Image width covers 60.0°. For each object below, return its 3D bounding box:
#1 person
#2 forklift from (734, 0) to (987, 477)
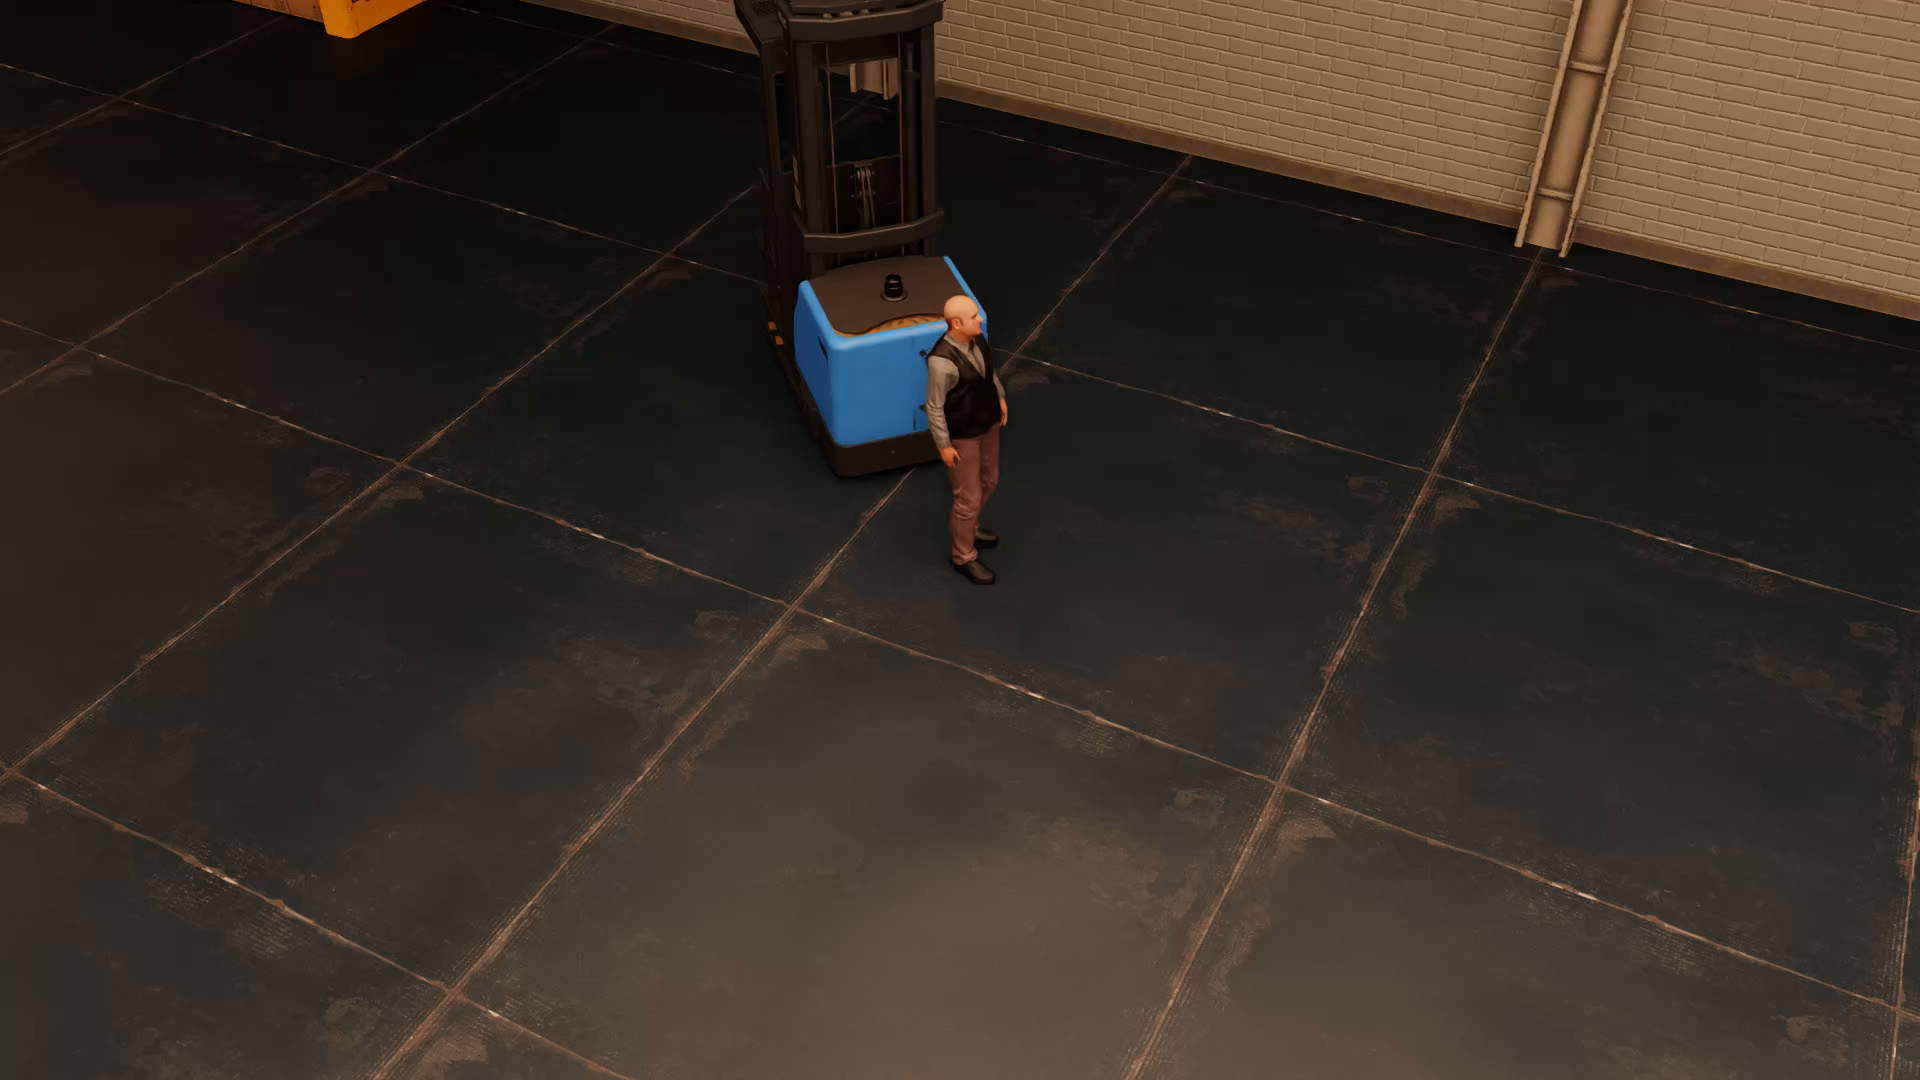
[{"bbox_3d":[0.103,-0.632,9.694,0.563,1.713,0.663,21,44,23],"label":"person"},{"bbox_3d":[-0.772,-2.482,10.934,1.130,2.935,3.031,-12,42,-14],"label":"forklift"}]
